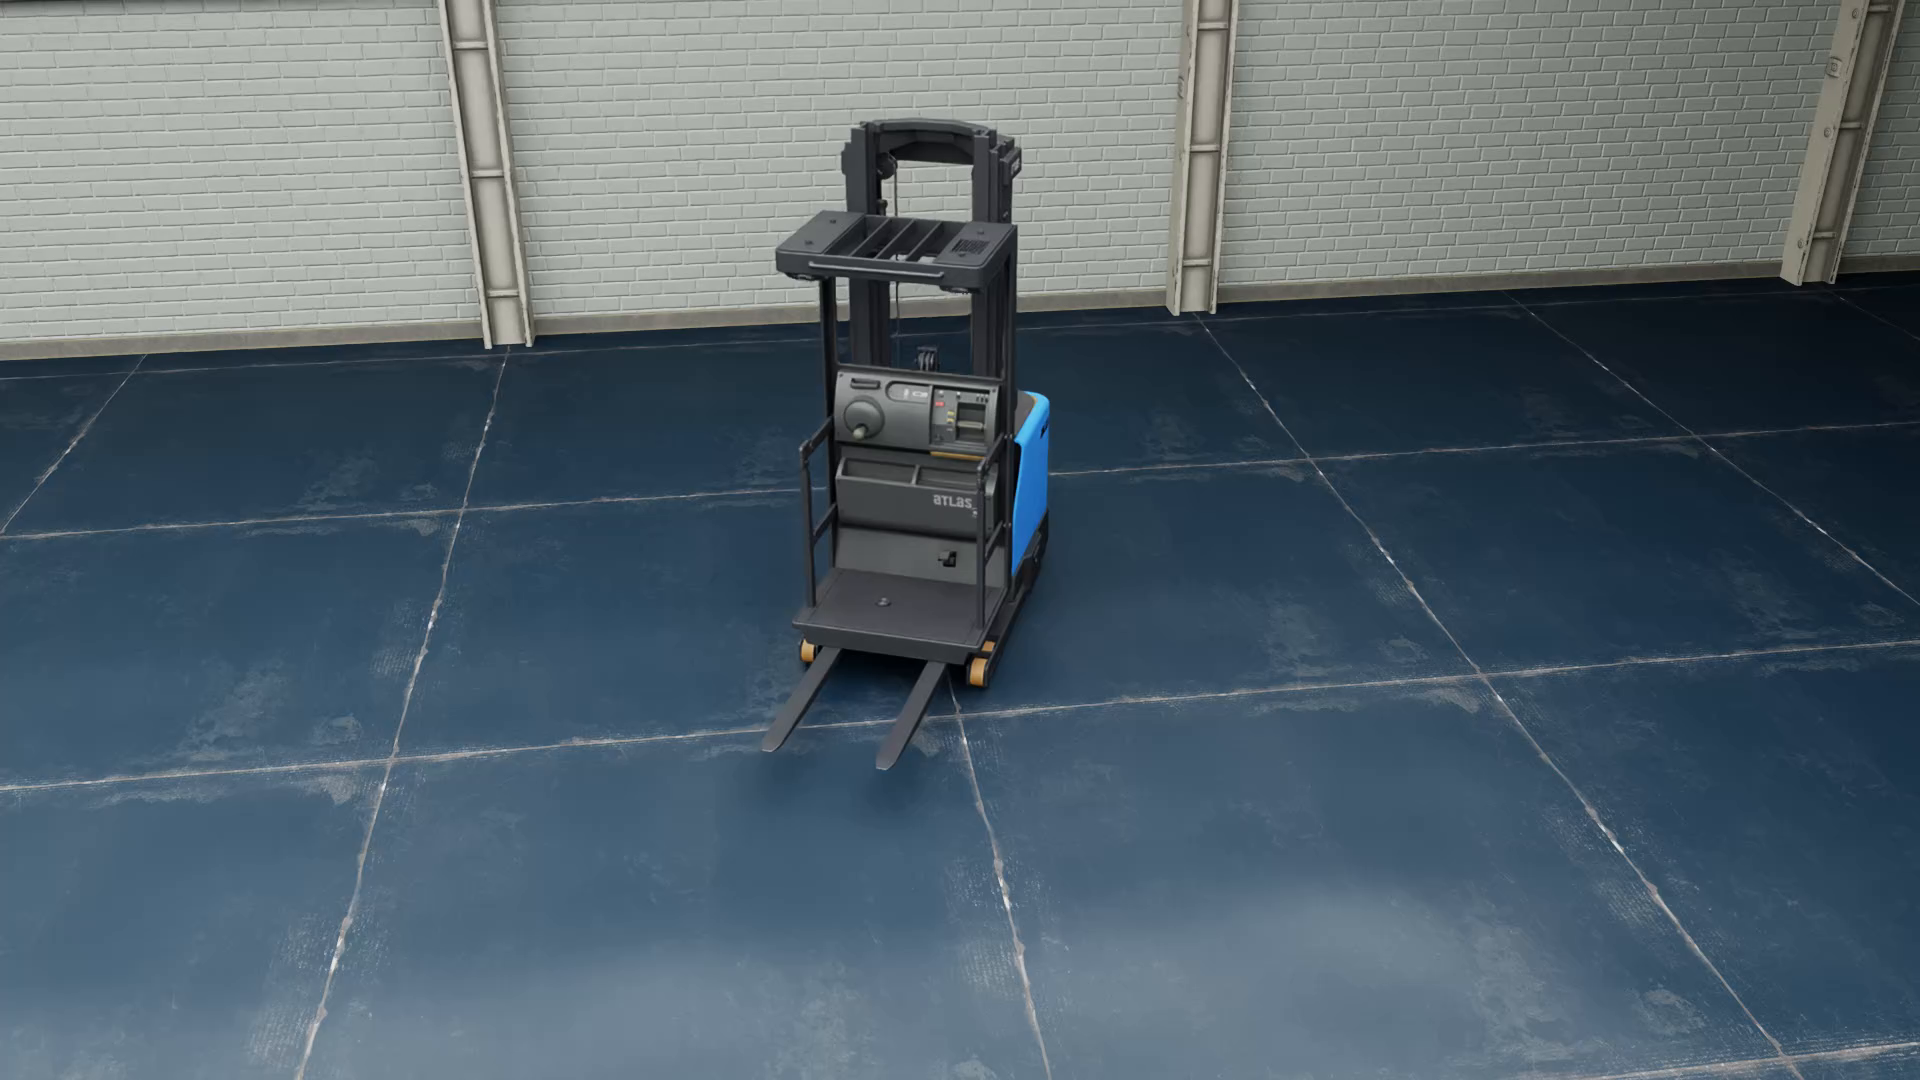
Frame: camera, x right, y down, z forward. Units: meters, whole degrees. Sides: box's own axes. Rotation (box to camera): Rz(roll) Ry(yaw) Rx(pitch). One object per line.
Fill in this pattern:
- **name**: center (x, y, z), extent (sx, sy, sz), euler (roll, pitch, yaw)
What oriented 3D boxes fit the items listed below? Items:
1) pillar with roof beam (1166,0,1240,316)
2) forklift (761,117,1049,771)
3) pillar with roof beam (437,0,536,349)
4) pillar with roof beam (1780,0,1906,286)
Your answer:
- **pillar with roof beam**: center (2.682, -4.146, 9.176), extent (0.400, 9.000, 9.100), euler (-4, 27, -7)
- **forklift**: center (-0.297, -0.673, 9.053), extent (1.130, 2.935, 3.031), euler (7, 28, 13)
- **pillar with roof beam**: center (-3.259, -3.764, 8.432), extent (0.400, 9.000, 9.100), euler (-4, 27, -7)
- **pillar with roof beam**: center (8.624, -4.528, 9.919), extent (0.400, 9.000, 9.100), euler (-4, 27, -7)
